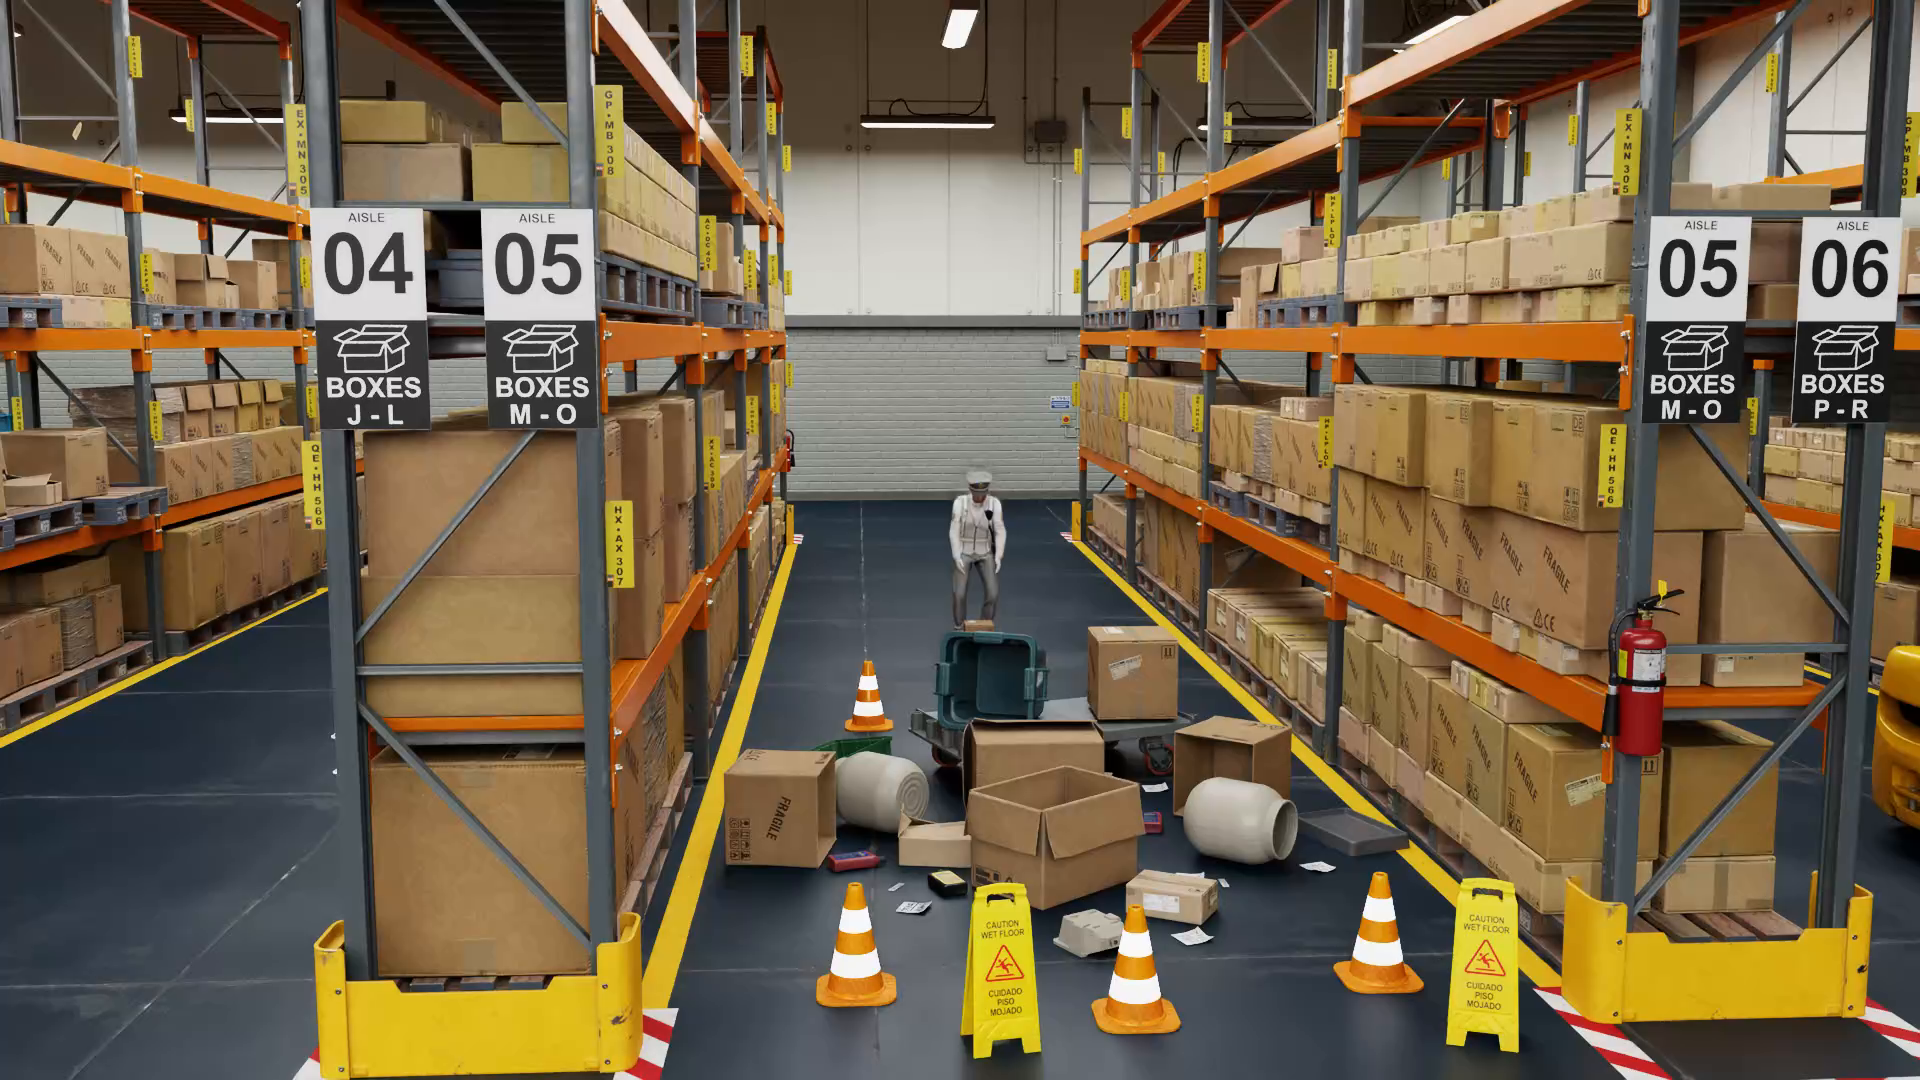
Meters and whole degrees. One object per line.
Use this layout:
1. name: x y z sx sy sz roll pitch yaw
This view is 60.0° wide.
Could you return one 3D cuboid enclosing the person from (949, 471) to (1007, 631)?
1. person: 0.160 0.155 14.966 0.520 1.559 0.548 0 7 -3
